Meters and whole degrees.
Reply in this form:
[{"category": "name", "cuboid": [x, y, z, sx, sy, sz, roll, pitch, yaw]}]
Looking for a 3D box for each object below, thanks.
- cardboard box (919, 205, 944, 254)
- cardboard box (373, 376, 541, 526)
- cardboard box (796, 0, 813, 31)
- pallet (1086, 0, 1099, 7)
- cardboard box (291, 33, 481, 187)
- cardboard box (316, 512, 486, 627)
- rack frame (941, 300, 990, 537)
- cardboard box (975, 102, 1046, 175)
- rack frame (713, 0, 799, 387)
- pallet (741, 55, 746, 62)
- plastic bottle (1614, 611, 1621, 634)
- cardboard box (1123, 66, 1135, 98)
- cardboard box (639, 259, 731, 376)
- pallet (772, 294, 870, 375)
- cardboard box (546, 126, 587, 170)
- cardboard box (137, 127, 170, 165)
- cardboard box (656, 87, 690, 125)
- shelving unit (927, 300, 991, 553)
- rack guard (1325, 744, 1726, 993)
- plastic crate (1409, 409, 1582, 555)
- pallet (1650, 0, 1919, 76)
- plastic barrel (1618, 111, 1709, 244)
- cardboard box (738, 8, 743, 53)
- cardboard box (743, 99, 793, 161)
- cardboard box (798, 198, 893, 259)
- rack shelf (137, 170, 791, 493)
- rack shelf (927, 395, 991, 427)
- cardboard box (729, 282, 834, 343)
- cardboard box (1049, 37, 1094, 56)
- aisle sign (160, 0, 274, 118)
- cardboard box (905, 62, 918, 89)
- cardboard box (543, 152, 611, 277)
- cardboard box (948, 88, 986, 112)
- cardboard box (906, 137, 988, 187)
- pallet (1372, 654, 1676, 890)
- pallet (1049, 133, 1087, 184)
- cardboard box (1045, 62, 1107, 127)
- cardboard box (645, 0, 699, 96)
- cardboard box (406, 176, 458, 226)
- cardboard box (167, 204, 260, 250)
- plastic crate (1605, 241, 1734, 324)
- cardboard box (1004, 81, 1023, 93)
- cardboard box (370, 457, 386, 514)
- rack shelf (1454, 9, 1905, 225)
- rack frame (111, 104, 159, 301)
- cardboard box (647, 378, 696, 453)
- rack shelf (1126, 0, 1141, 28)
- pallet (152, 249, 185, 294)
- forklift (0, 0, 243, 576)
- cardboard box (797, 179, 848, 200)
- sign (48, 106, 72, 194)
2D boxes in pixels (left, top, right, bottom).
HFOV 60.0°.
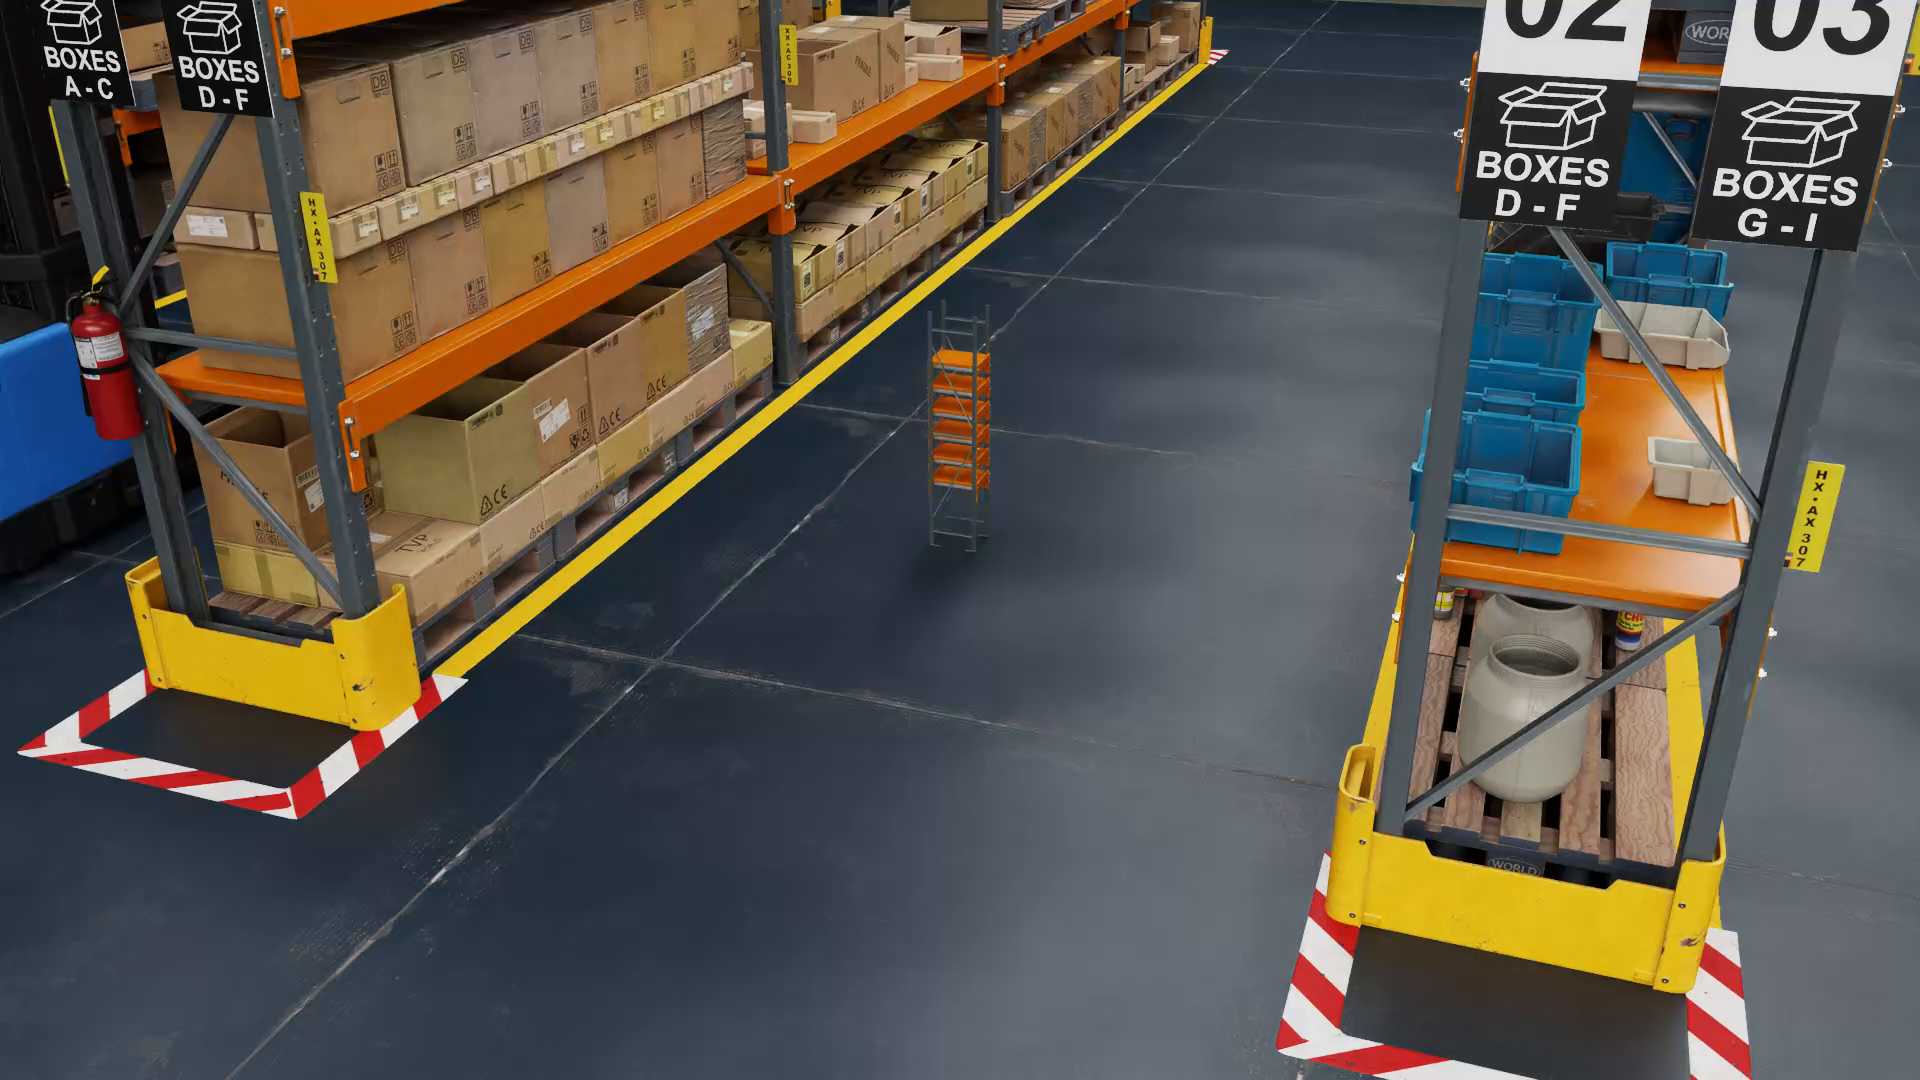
[{"category": "cardboard box", "cuboid": [-0.440, -2.309, 12.250, 0.500, 0.250, 0.500, 9, 27, 19]}, {"category": "cardboard box", "cuboid": [-2.266, -0.423, 7.495, 0.500, 0.500, 0.500, 9, 27, 17]}, {"category": "cardboard box", "cuboid": [-2.306, -6.794, 21.227, 0.700, 0.500, 0.500, 9, 27, 17]}, {"category": "pallet", "cuboid": [0.805, -5.273, 15.918, 1.003, 0.211, 1.213, 9, 27, 17]}, {"category": "cardboard box", "cuboid": [-2.464, -1.798, 6.918, 0.700, 0.500, 0.500, 8, 27, 16]}, {"category": "cardboard box", "cuboid": [-2.431, 0.120, 7.233, 0.500, 0.250, 0.500, 9, 27, 17]}, {"category": "rack frame", "cuboid": [0.026, -0.572, 8.054, 0.240, 1.200, 0.006, 9, 27, 17]}, {"category": "cardboard box", "cuboid": [0.433, -3.462, 14.322, 0.500, 0.500, 0.500, 8, 27, 16]}, {"category": "rack frame", "cuboid": [-1.488, -2.384, 9.732, 1.000, 3.000, 0.127, 9, 27, 17]}, {"category": "pallet", "cuboid": [-3.172, -5.435, 19.232, 1.003, 0.211, 1.213, 9, 27, 17]}, {"category": "plastic bottle", "cuboid": [2.782, 0.299, 6.897, 0.097, 0.201, 0.097, 0, 26, 0]}, {"category": "cardboard box", "cuboid": [1.518, -4.801, 17.303, 0.500, 0.311, 0.500, 9, 27, 17]}, {"category": "cardboard box", "cuboid": [-1.614, -1.247, 9.196, 0.500, 0.500, 0.500, 9, 27, 17]}, {"category": "pallet", "cuboid": [-1.280, -1.437, 10.976, 1.003, 0.211, 1.213, 9, 27, 17]}, {"category": "cardboard box", "cuboid": [-1.973, -1.839, 7.747, 0.380, 0.149, 0.250, 9, 27, 18]}, {"category": "cardboard box", "cuboid": [-5.788, -2.998, 12.502, 0.500, 0.250, 0.500, 8, 27, 16]}, {"category": "cardboard box", "cuboid": [-1.632, -2.261, 8.618, 0.380, 0.149, 0.250, 9, 27, 17]}, {"category": "shelving unit", "cuboid": [-0.005, -0.534, 7.976, 0.258, 1.200, 0.189, 9, 27, 17]}, {"category": "rack guard", "cuboid": [1.832, 1.067, 5.473, 1.175, 0.500, 0.348, 9, 27, 17]}, {"category": "plastic crate", "cuboid": [1.735, -0.203, 5.397, 0.499, 0.251, 0.616, 9, 27, 17]}, {"category": "pallet", "cuboid": [2.218, -1.611, 4.910, 1.003, 0.211, 1.213, 9, 27, 17]}, {"category": "plastic barrel", "cuboid": [3.596, -2.005, 8.373, 0.600, 0.901, 0.708, 9, 27, 17]}, {"category": "cardboard box", "cuboid": [-2.983, -5.951, 19.485, 0.700, 0.500, 0.500, 8, 27, 17]}, {"category": "cardboard box", "cuboid": [-1.365, -2.525, 10.195, 0.500, 0.250, 0.500, 11, 28, 21]}, {"category": "cardboard box", "cuboid": [-0.773, -2.139, 11.256, 0.500, 0.311, 0.500, 8, 27, 16]}, {"category": "rack shelf", "cuboid": [-2.154, -1.238, 8.191, 1.077, 0.370, 4.000, 9, 27, 17]}, {"category": "rack shelf", "cuboid": [-0.005, -0.602, 7.943, 0.258, 0.103, 0.180, 9, 27, 17]}, {"category": "cardboard box", "cuboid": [-1.120, -1.465, 10.508, 0.500, 0.250, 0.500, 8, 27, 16]}, {"category": "cardboard box", "cuboid": [1.096, -5.020, 17.539, 0.500, 0.500, 0.500, 9, 27, 17]}, {"category": "aisle sign", "cuboid": [-2.552, -1.839, 5.623, 0.394, 0.787, 0.004, 9, 27, 17]}, {"category": "cardboard box", "cuboid": [-0.528, -3.383, 12.082, 0.380, 0.149, 0.250, 11, 28, 21]}, {"category": "cardboard box", "cuboid": [-2.139, -1.612, 8.022, 0.700, 0.500, 0.500, 10, 27, 19]}, {"category": "cardboard box", "cuboid": [-0.052, -3.880, 14.325, 0.500, 0.250, 0.500, 10, 28, 19]}, {"category": "cardboard box", "cuboid": [-0.099, -2.981, 12.994, 0.500, 0.311, 0.500, 9, 27, 19]}, {"category": "pallet", "cuboid": [2.107, 0.864, 6.224, 1.003, 0.211, 1.213, 9, 27, 17]}, {"category": "pallet", "cuboid": [0.535, -3.574, 15.389, 1.003, 0.211, 1.213, 9, 27, 17]}, {"category": "cardboard box", "cuboid": [1.108, -4.298, 16.049, 0.500, 0.500, 0.500, 9, 27, 18]}, {"category": "cardboard box", "cuboid": [-1.797, -2.622, 8.620, 0.700, 0.500, 0.500, 9, 27, 17]}, {"category": "cardboard box", "cuboid": [-2.316, -1.418, 6.878, 0.380, 0.149, 0.250, 9, 27, 18]}, {"category": "cardboard box", "cuboid": [-2.872, -1.262, 6.555, 0.380, 0.149, 0.250, 8, 27, 17]}, {"category": "plastic crate", "cuboid": [3.069, -1.103, 7.257, 0.499, 0.251, 0.616, 9, 27, 17]}, {"category": "cardboard box", "cuboid": [0.274, -3.948, 15.326, 0.500, 0.500, 0.500, 8, 27, 15]}, {"category": "cardboard box", "cuboid": [-2.764, -0.162, 7.816, 0.500, 0.250, 0.500, 9, 27, 17]}, {"category": "rack shelf", "cuboid": [2.516, -1.869, 6.051, 1.077, 0.370, 4.000, 9, 27, 17]}, {"category": "rack frame", "cuboid": [-6.161, -3.101, 11.212, 1.000, 3.000, 0.127, 9, 27, 17]}, {"category": "cardboard box", "cuboid": [-1.765, -0.702, 8.930, 0.500, 0.250, 0.500, 9, 27, 17]}, {"category": "rack shelf", "cuboid": [1.840, -6.170, 18.376, 1.077, 0.370, 4.000, 9, 27, 17]}, {"category": "pallet", "cuboid": [-5.903, -2.166, 12.481, 1.003, 0.211, 1.213, 9, 27, 17]}, {"category": "forklift", "cuboid": [-4.512, -1.755, 8.511, 1.130, 2.935, 3.031, 8, 27, 16]}, {"category": "cardboard box", "cuboid": [-1.117, -2.421, 11.839, 0.500, 0.311, 0.500, 8, 27, 17]}, {"category": "sign", "cuboid": [-3.326, -1.452, 6.207, 0.100, 0.325, 0.005, 9, 27, 17]}]
